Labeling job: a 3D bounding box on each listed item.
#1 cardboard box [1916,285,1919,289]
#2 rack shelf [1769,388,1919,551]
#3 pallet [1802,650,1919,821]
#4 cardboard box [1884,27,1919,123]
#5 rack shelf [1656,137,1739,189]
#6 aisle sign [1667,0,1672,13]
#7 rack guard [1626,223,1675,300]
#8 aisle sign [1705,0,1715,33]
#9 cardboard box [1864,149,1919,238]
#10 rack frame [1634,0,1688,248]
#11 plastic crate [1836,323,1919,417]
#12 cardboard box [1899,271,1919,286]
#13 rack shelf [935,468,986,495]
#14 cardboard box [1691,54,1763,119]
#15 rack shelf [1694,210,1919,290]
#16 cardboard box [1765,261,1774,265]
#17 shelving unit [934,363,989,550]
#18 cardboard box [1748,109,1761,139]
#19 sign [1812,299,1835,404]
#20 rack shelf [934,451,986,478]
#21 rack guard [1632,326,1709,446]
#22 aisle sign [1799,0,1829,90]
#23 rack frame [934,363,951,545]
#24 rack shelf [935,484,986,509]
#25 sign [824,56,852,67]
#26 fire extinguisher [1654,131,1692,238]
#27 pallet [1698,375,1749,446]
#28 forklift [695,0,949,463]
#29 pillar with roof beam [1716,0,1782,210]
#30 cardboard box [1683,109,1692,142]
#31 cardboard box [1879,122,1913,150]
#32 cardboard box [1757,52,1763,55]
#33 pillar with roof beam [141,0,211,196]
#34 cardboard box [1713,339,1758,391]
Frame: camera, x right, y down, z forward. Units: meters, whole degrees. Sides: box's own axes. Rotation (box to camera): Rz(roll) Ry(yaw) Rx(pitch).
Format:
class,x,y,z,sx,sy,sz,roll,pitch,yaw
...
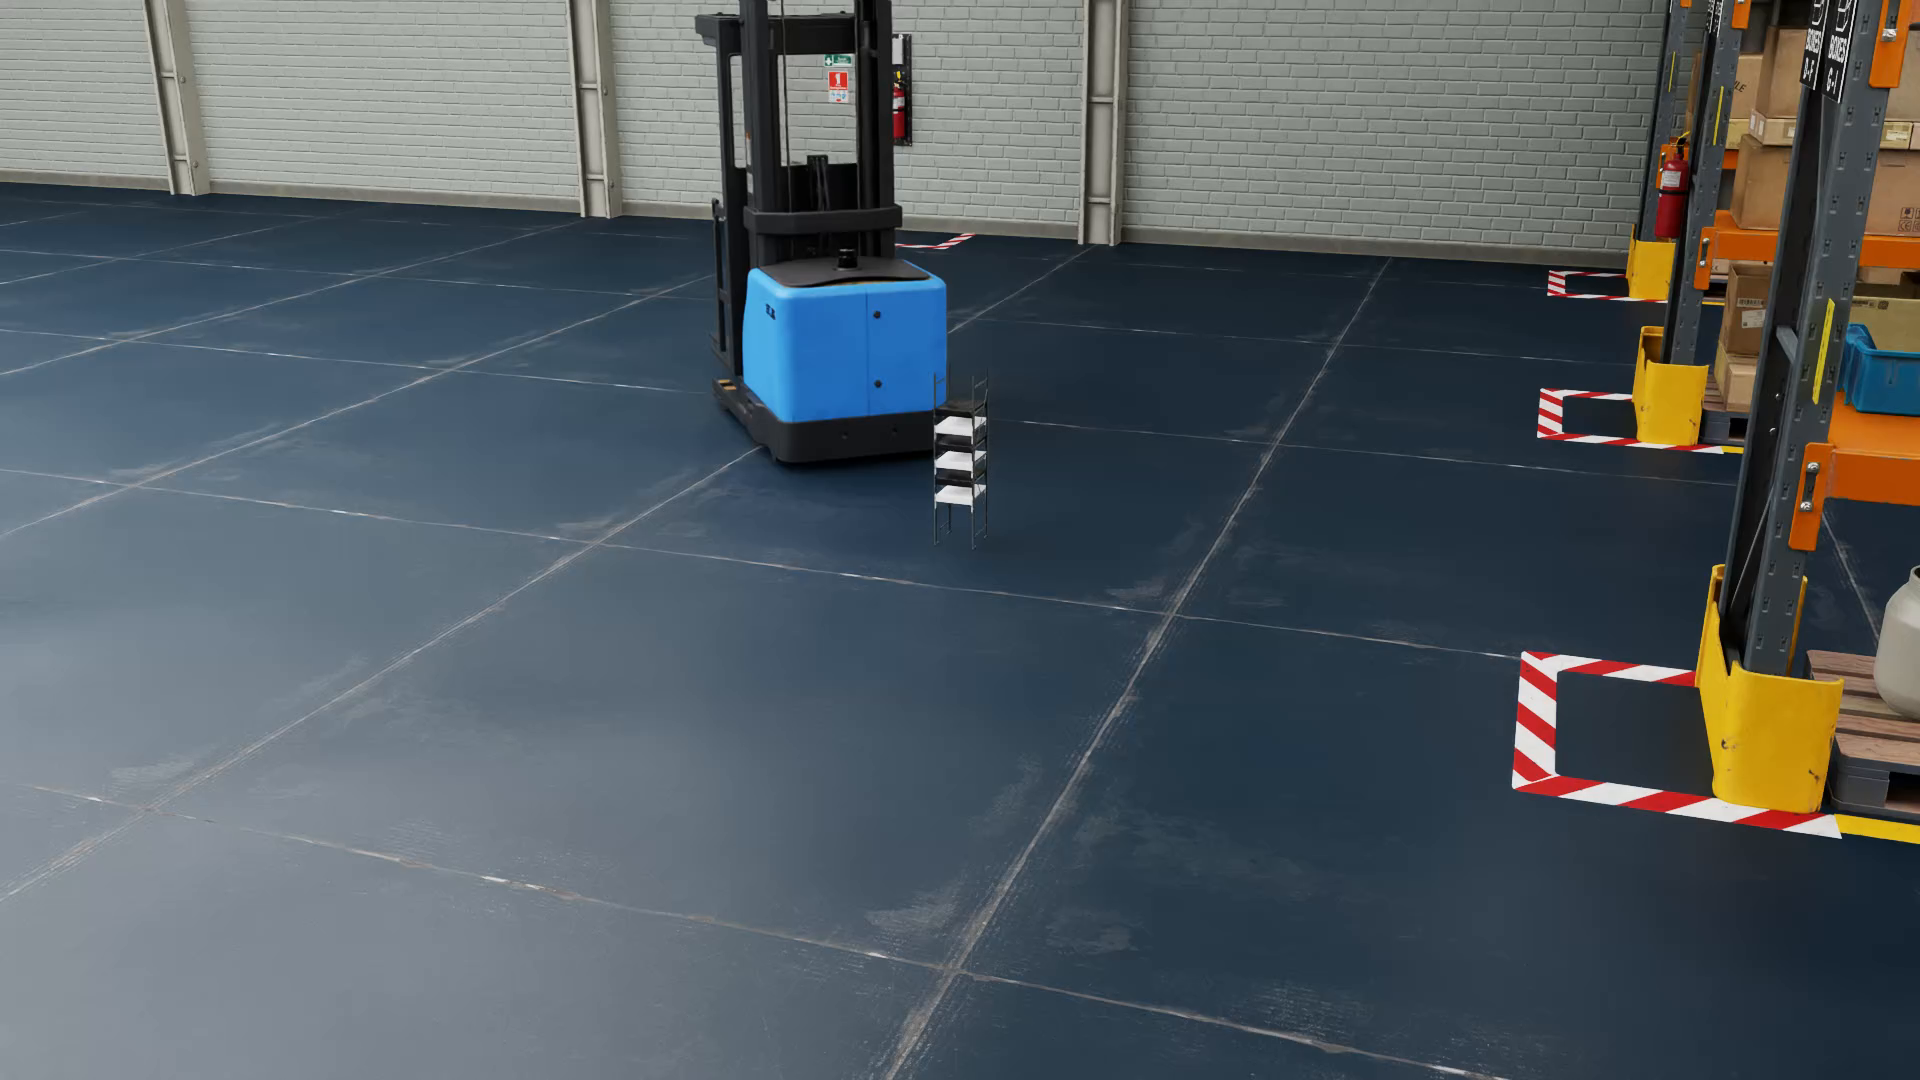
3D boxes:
class,x,y,z,sx,sy,sz,roll,pitch,yaw
cardboard box,5.964,-1.207,9.881,0.500,0.500,0.500,7,20,18
rack shelf,4.841,-0.088,5.364,4.000,0.370,1.077,7,20,18
pallet,3.804,0.756,6.086,1.213,0.211,1.003,7,20,18
cardboard box,5.566,-2.728,9.722,0.500,0.500,0.700,6,20,17
rack shelf,8.092,-3.168,14.201,4.000,0.370,1.077,7,20,18
aisle sign,6.036,-4.866,14.029,0.004,0.787,0.394,7,20,18
rack guard,6.274,-2.535,15.090,0.348,0.500,1.175,7,20,18
aisle sign,4.615,-3.509,10.137,0.004,0.787,0.394,7,20,18
cardboard box,5.515,-2.121,9.952,0.500,0.500,0.700,7,20,19
rack frame,6.203,-3.724,14.703,0.127,3.000,1.000,7,20,18
plastic crate,3.522,-0.612,6.002,0.616,0.251,0.499,7,20,18
cardboard box,6.134,-1.369,10.345,0.500,0.500,0.500,7,20,18
rack shelf,0.008,-0.308,8.466,0.200,0.077,0.258,7,20,18
cardboard box,6.555,-3.872,14.184,0.500,0.500,0.500,7,20,18
rack shelf,6.470,-1.628,9.781,4.000,0.370,1.077,7,20,18
cardboard box,7.365,-2.498,14.601,0.500,0.311,0.500,8,21,23
shelving unit,0.008,-0.424,8.426,0.210,0.900,0.258,7,20,18
cardboard box,5.004,-2.555,10.211,0.250,0.149,0.380,6,20,17
sign,2.767,-0.604,5.331,0.005,0.325,0.100,7,20,18
rack shelf,0.008,-0.393,8.437,0.200,0.077,0.258,7,20,18
rack guard,4.558,-1.006,10.702,0.348,0.500,1.175,7,20,18
aisle sign,2.981,-1.971,5.725,0.004,0.787,0.394,7,20,18
rack frame,-0.088,-0.435,8.457,0.006,0.900,0.240,7,20,18
rack shelf,0.008,-0.223,8.496,0.200,0.077,0.258,7,20,18
sign,-1.329,-5.200,18.077,0.331,0.109,0.001,7,20,18
fire extinguisher,4.621,-2.304,10.746,0.183,0.674,0.296,7,20,18
pallet,5.317,-0.797,10.542,1.213,0.211,1.003,7,20,18
forklift,-1.030,-2.281,10.668,1.130,2.935,3.031,-7,20,-18
pillar with roof beam,5.735,-5.412,10.430,0.400,9.000,9.100,7,20,18
cardboard box,6.708,-3.672,14.752,0.500,0.250,0.500,7,20,19
cardboard box,5.366,-2.373,9.688,0.250,0.149,0.380,7,20,18
cardboard box,7.190,-3.974,14.479,0.500,0.500,0.500,7,20,19
pillar with roof beam,-11.268,-7.356,16.008,0.400,9.000,9.100,7,20,18
cardboard box,5.184,-1.117,10.764,0.500,0.250,0.500,7,20,18
